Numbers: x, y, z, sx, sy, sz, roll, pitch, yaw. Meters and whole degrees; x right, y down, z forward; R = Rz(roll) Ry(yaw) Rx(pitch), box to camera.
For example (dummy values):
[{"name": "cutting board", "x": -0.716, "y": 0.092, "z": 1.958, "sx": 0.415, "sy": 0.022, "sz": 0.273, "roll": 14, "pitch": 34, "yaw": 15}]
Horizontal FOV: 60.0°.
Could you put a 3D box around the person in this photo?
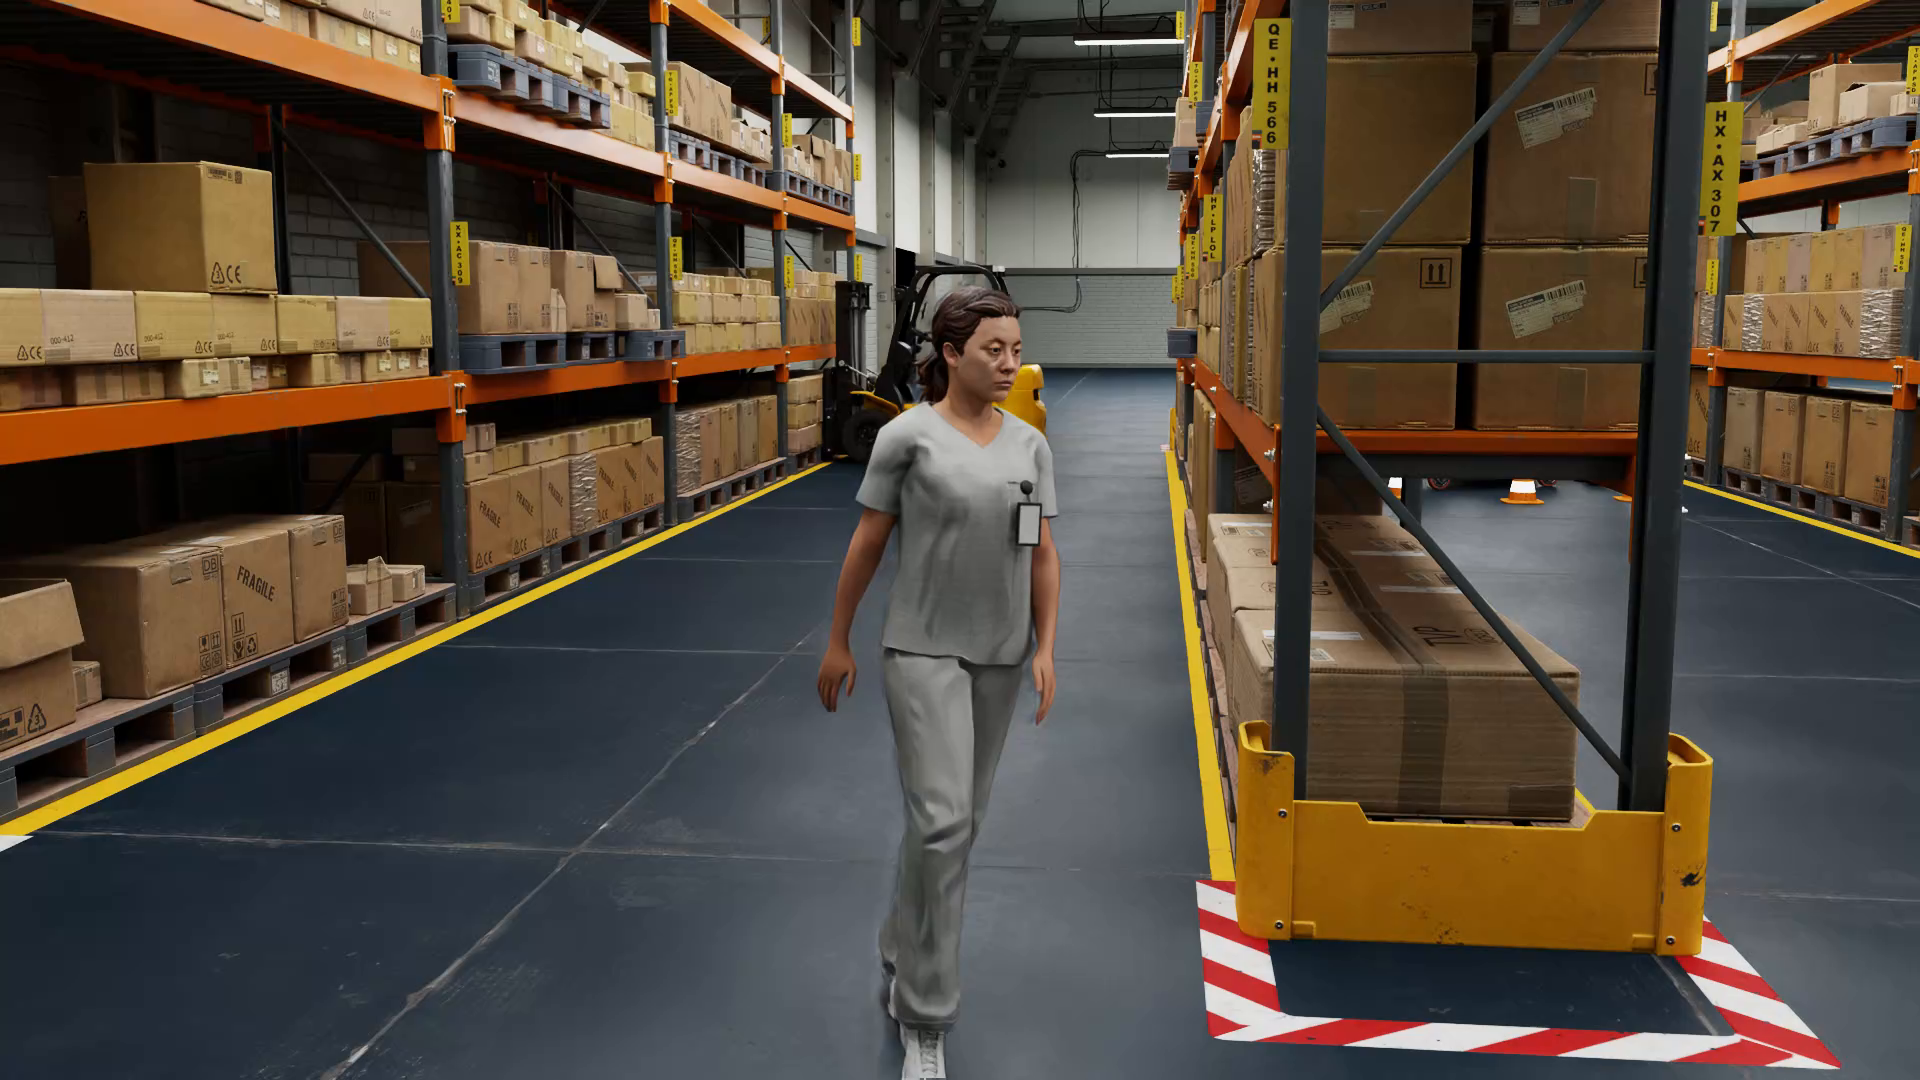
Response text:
[{"name": "person", "x": -0.001, "y": 0.317, "z": 3.661, "sx": 0.529, "sy": 1.694, "sz": 0.619, "roll": -4, "pitch": 9, "yaw": -26}]
